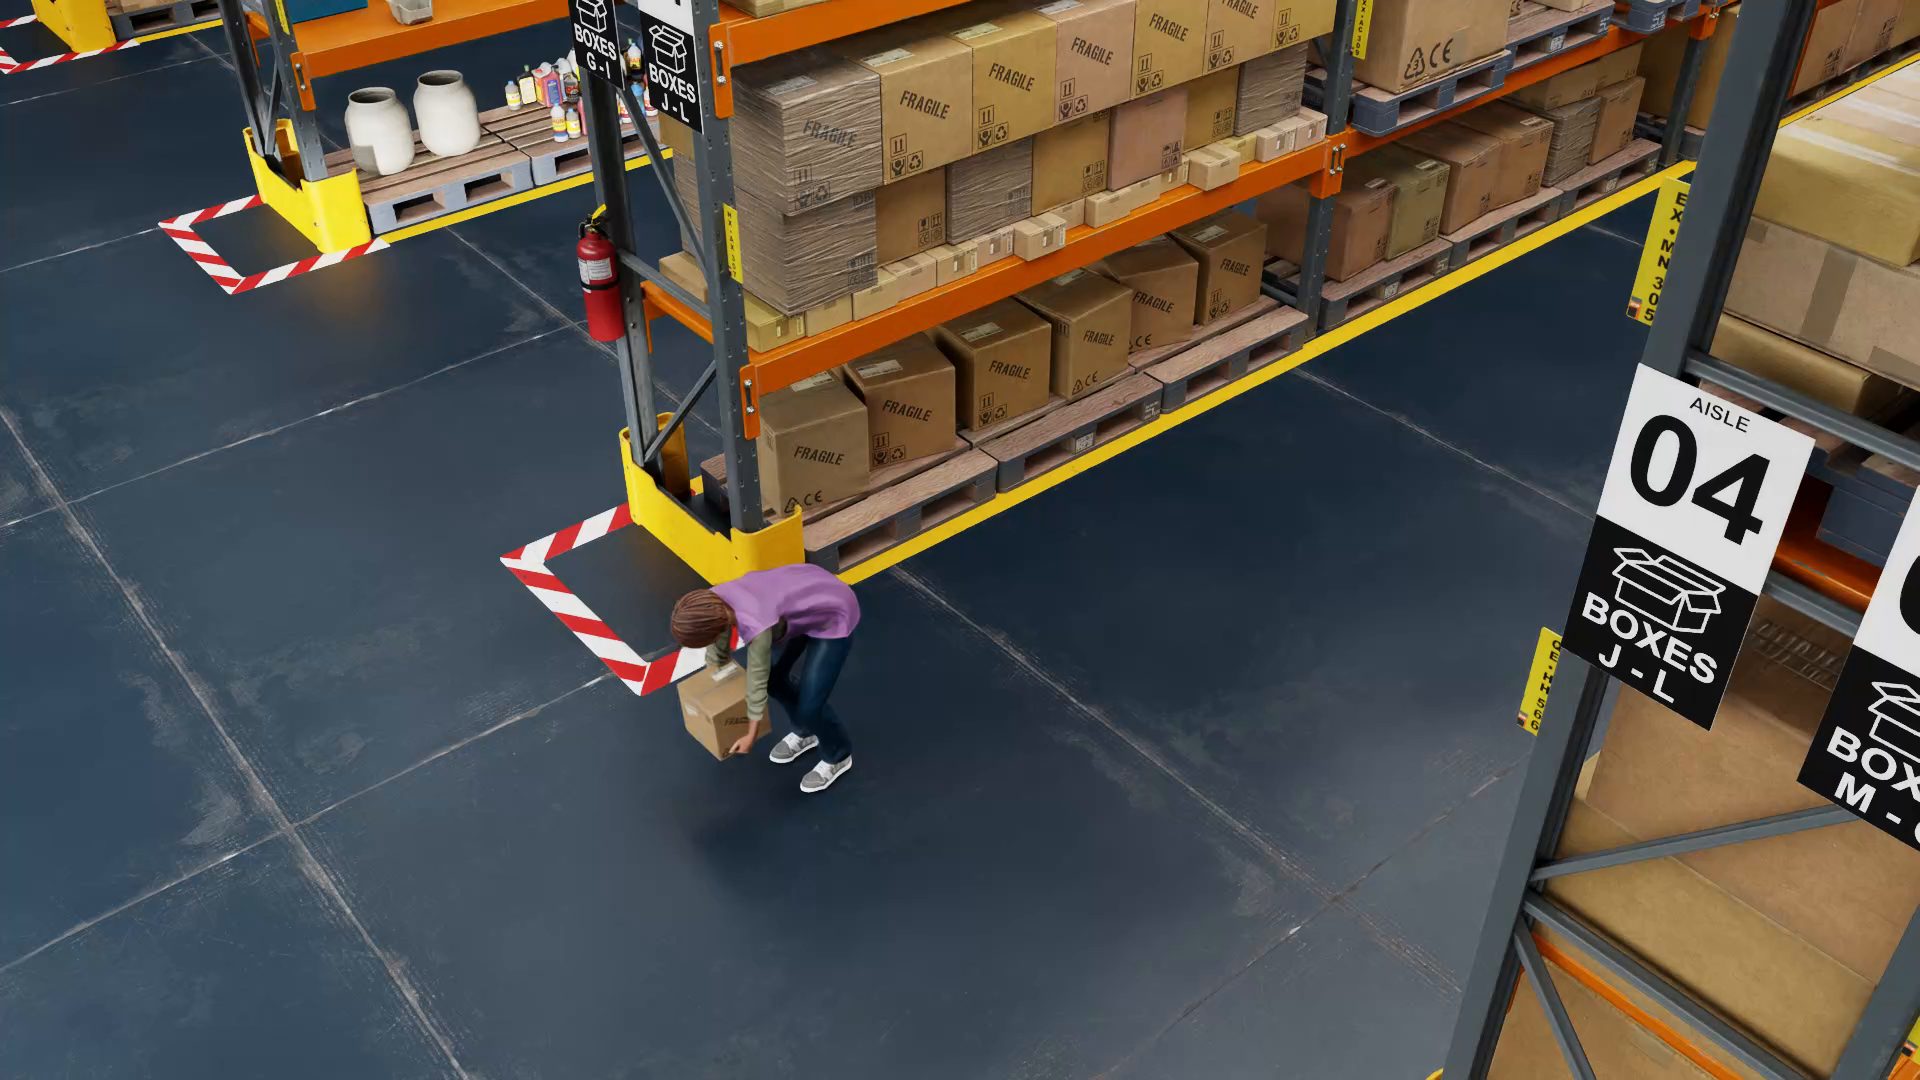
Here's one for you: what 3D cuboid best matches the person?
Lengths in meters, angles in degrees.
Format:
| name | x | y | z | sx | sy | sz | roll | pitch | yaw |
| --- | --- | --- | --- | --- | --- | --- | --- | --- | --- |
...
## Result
| name | x | y | z | sx | sy | sz | roll | pitch | yaw |
| --- | --- | --- | --- | --- | --- | --- | --- | --- | --- |
| person | -0.764 | 0.556 | 6.691 | 0.829 | 1.170 | 0.395 | -28 | 45 | -33 |
